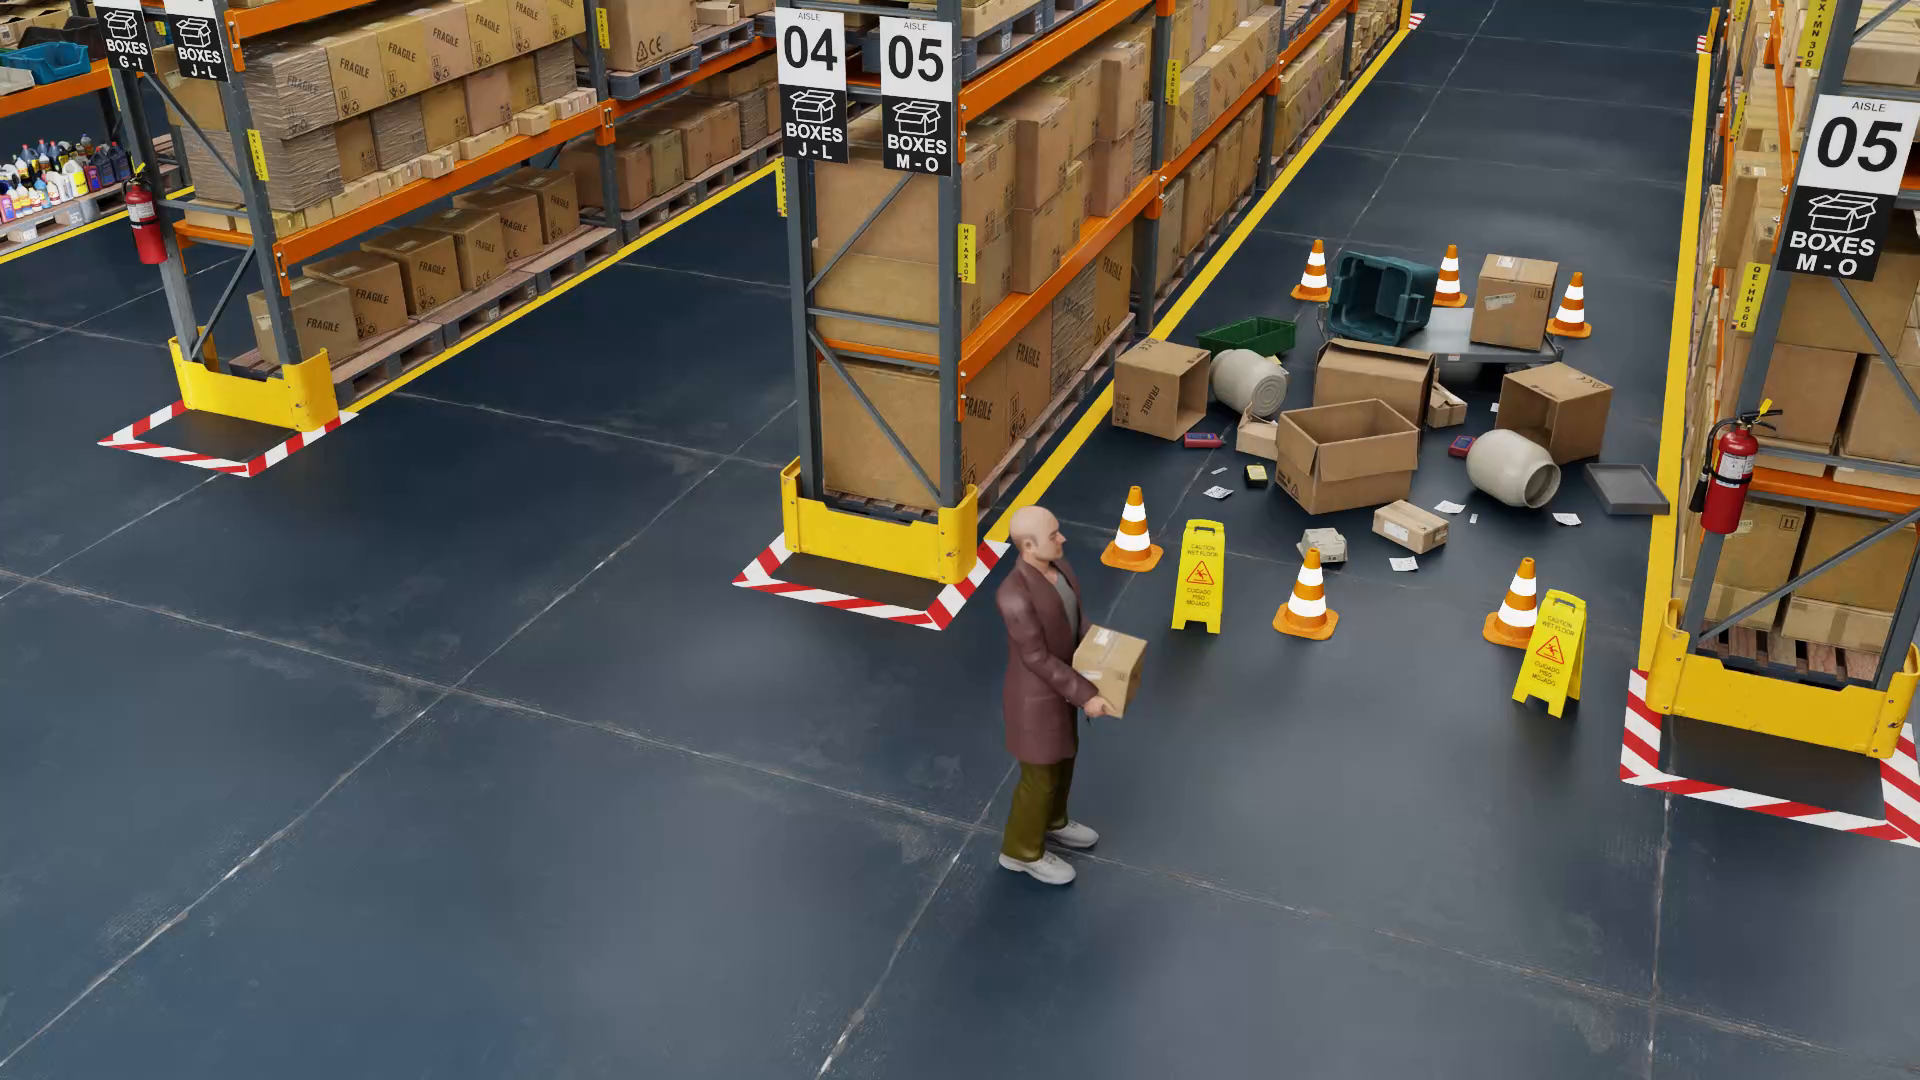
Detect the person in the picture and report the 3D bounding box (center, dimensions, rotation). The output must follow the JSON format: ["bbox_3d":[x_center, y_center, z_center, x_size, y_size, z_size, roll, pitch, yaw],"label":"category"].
[{"bbox_3d":[0.417,0.763,7.277,0.468,1.559,0.529,11,31,19],"label":"person"}]
